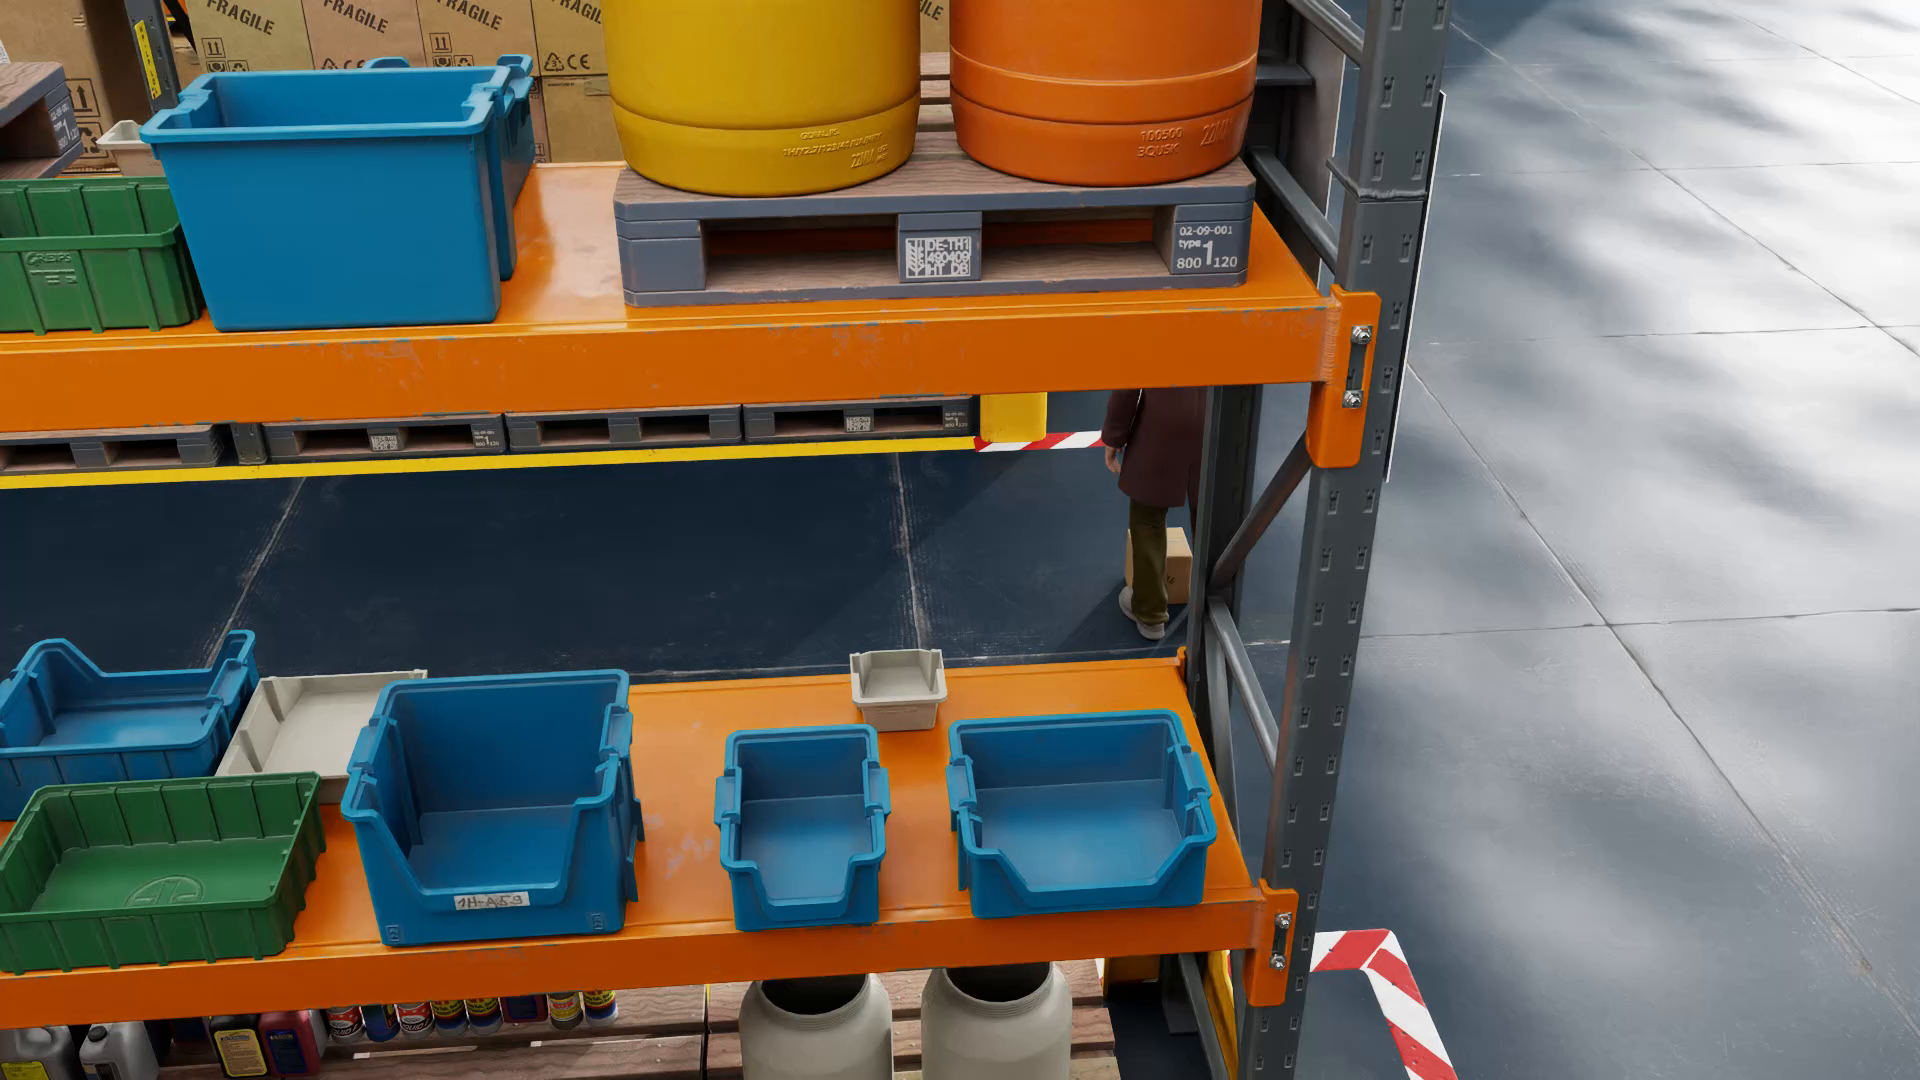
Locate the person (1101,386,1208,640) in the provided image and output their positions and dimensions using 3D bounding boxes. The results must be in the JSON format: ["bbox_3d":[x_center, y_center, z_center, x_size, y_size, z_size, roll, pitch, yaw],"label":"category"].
[{"bbox_3d":[0.903,-0.412,6.840,0.656,1.774,0.418,-4,31,-7],"label":"person"}]
